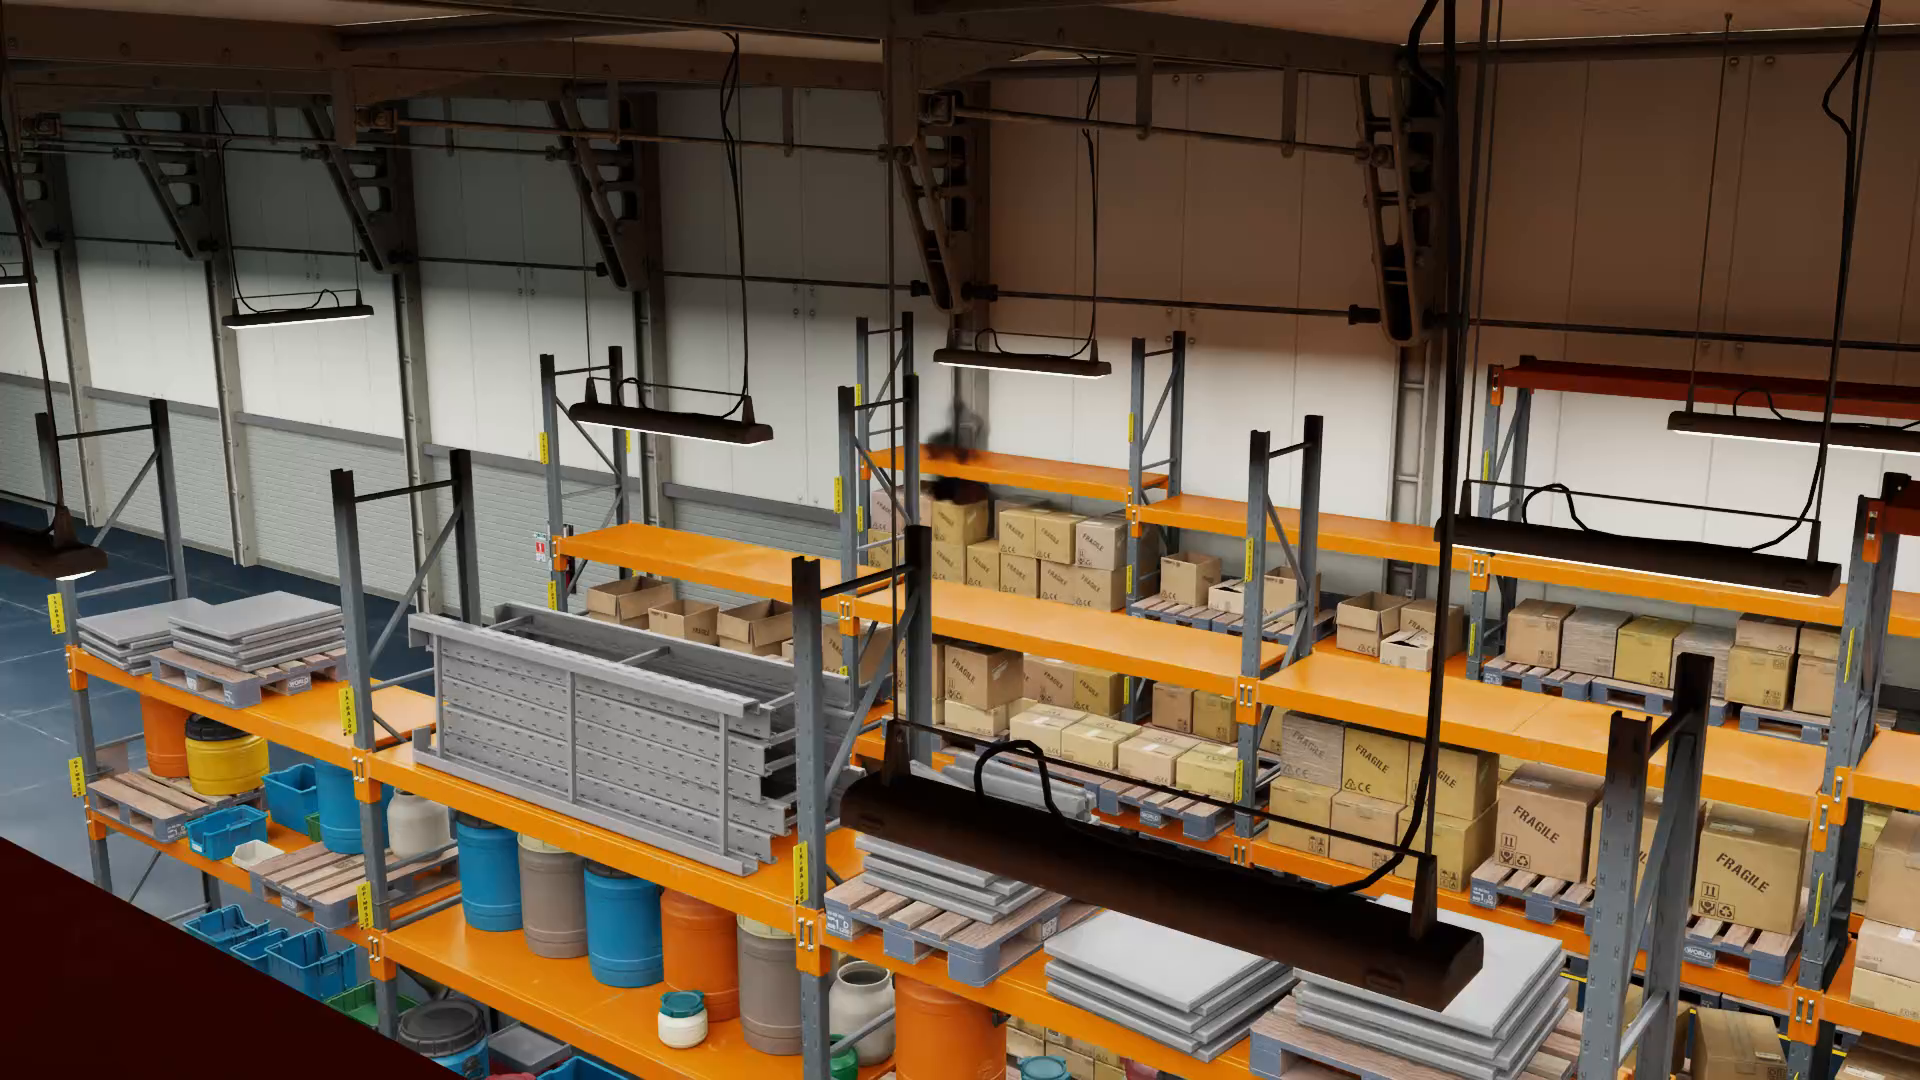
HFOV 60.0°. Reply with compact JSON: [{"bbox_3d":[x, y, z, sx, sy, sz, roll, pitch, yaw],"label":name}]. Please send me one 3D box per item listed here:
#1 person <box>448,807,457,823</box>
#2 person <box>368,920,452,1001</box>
[{"bbox_3d":[-5.589,2.840,19.020,0.542,1.721,0.719,-7,15,-26],"label":"person"},{"bbox_3d":[-5.275,3.657,15.544,0.957,1.784,0.741,5,14,19],"label":"person"}]
